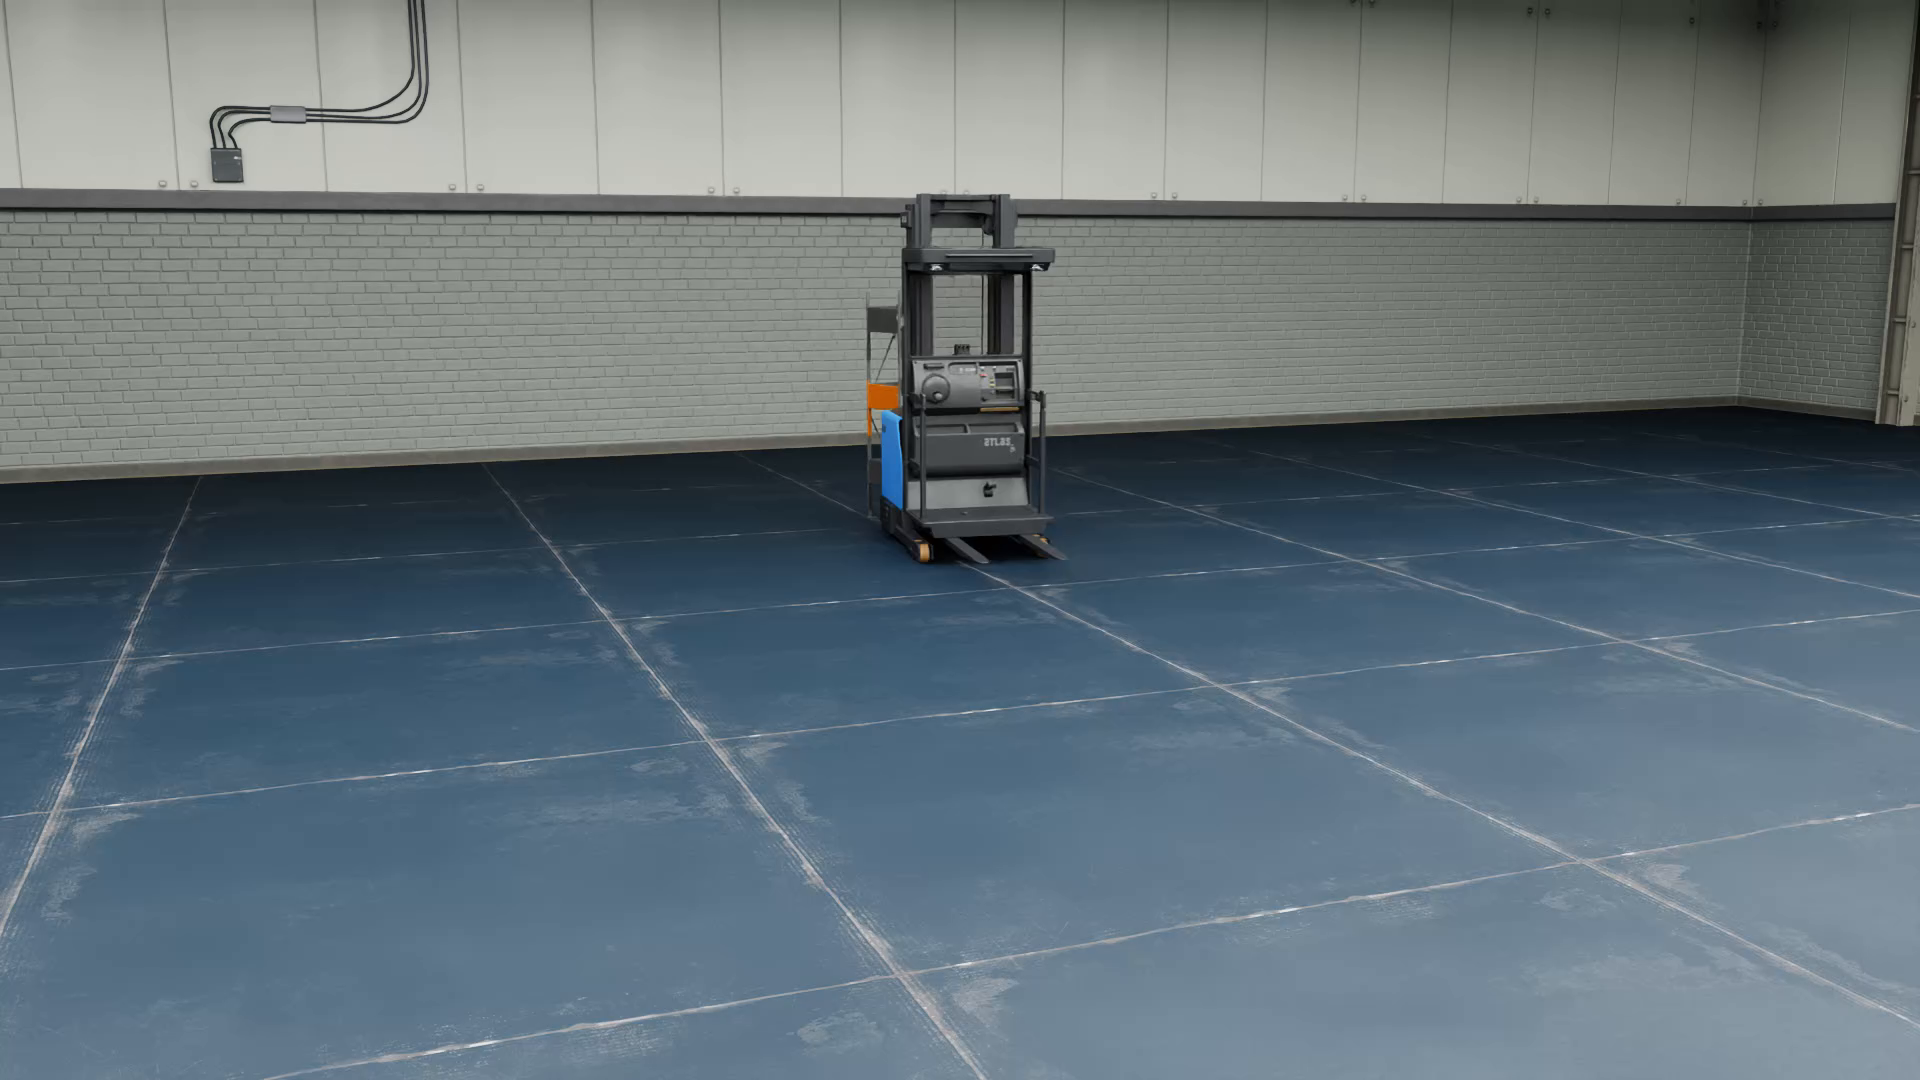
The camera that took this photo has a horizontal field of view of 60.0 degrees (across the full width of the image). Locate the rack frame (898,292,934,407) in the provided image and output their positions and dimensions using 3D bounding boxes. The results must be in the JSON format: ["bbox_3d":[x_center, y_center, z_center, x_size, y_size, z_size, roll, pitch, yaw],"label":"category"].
[{"bbox_3d":[-0.394,-1.190,15.111,0.400,2.100,0.015,-8,13,-38],"label":"rack frame"}]

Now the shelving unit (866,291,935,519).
[{"bbox_3d":[-0.546,-1.223,15.299,0.431,2.100,0.503,-8,13,-38],"label":"shelving unit"}]

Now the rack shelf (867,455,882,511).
[{"bbox_3d":[-0.546,-0.520,15.424,0.431,0.518,0.480,-8,13,-38],"label":"rack shelf"}]

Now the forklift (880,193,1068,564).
[{"bbox_3d":[0.123,-1.326,13.507,1.130,2.935,3.031,-2,10,-13],"label":"forklift"}]

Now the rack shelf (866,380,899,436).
[{"bbox_3d":[-0.546,-1.210,15.301,0.431,0.518,0.480,-8,13,-38],"label":"rack shelf"}]

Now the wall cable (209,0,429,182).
[{"bbox_3d":[-7.025,-6.920,17.915,2.305,6.003,0.169,-4,11,-21],"label":"wall cable"}]

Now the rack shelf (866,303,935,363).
[{"bbox_3d":[-0.547,-1.899,15.178,0.431,0.518,0.480,-8,13,-38],"label":"rack shelf"}]

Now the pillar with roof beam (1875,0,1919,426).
[{"bbox_3d":[9.303,-5.806,21.367,9.100,9.000,0.400,-4,11,-21],"label":"pillar with roof beam"}]

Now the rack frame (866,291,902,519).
[{"bbox_3d":[-0.699,-1.256,15.486,0.400,2.100,0.015,-8,13,-38],"label":"rack frame"}]
